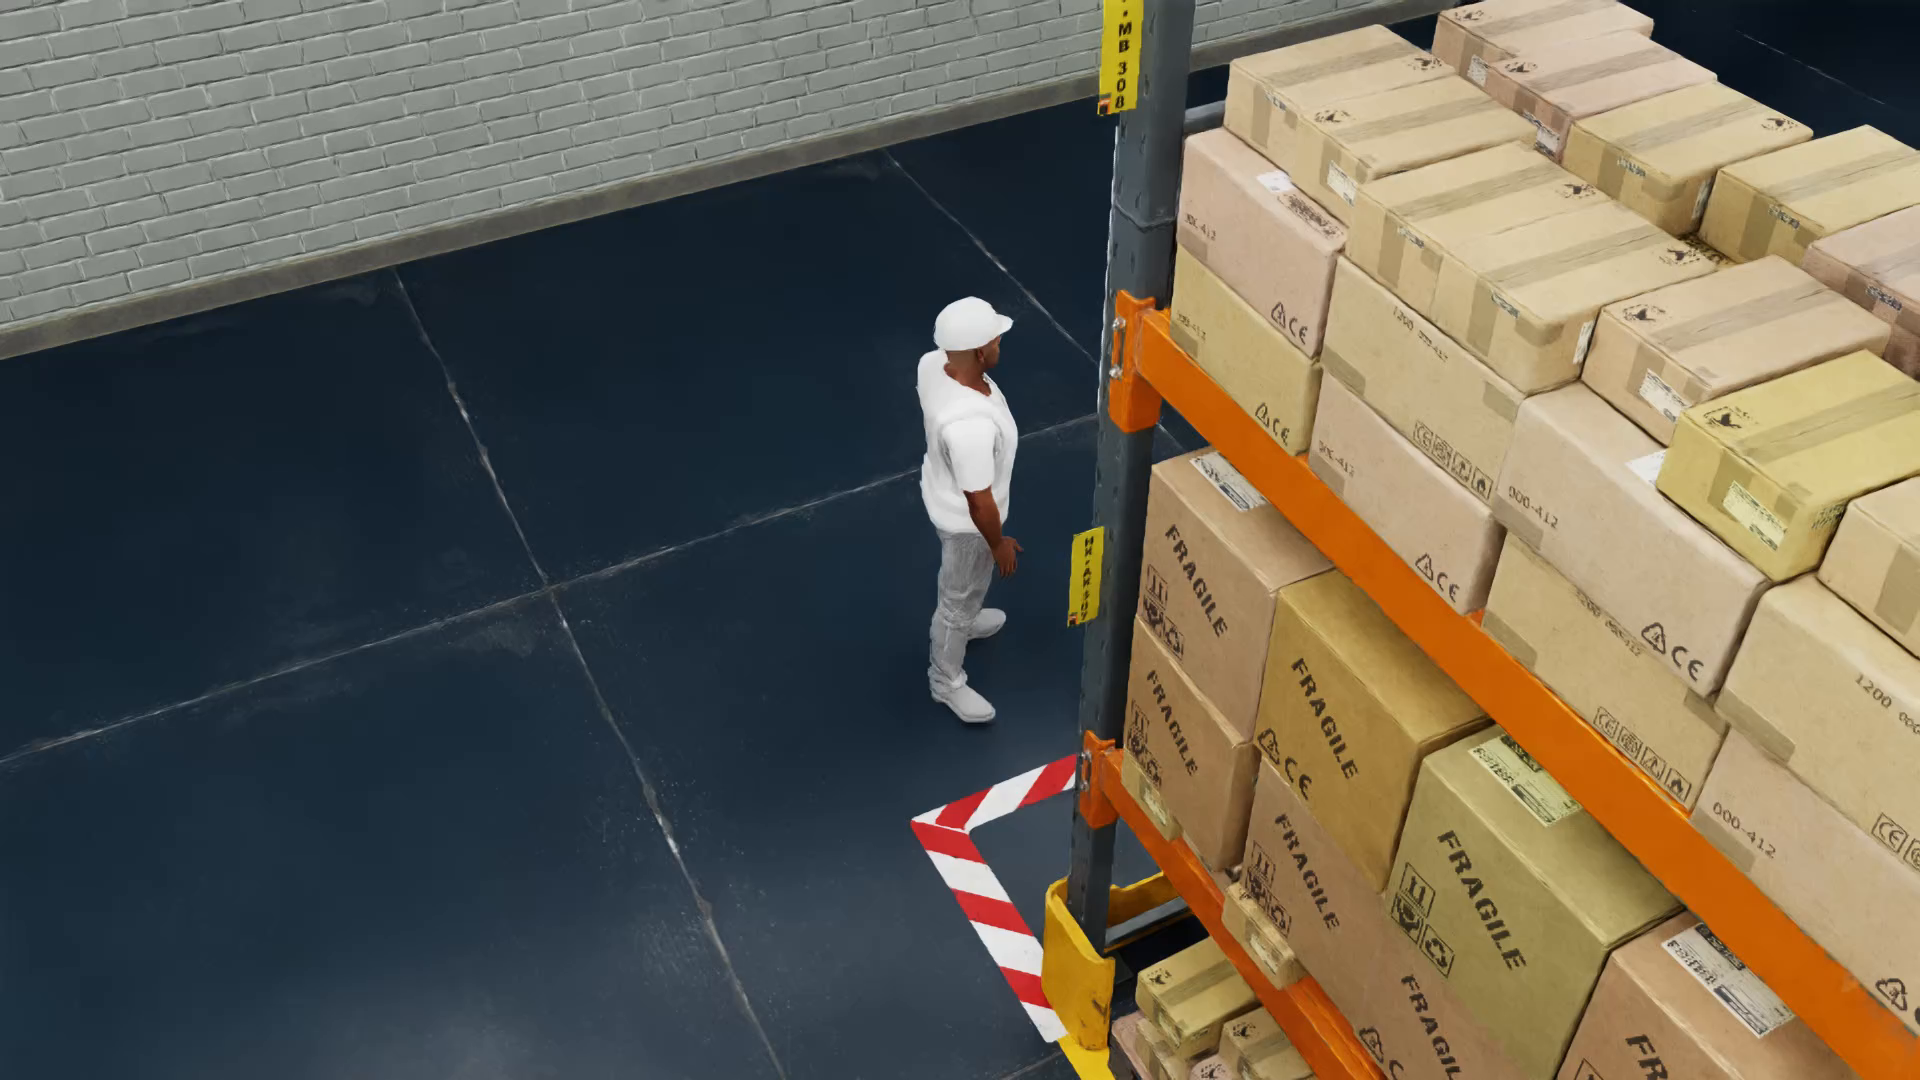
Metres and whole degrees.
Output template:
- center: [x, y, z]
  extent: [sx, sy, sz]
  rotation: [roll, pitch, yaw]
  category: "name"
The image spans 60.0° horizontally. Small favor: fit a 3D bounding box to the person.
- center: [0.042, -0.149, 6.277]
  extent: [0.383, 1.764, 0.683]
  rotation: [-6, 41, -7]
  category: "person"
